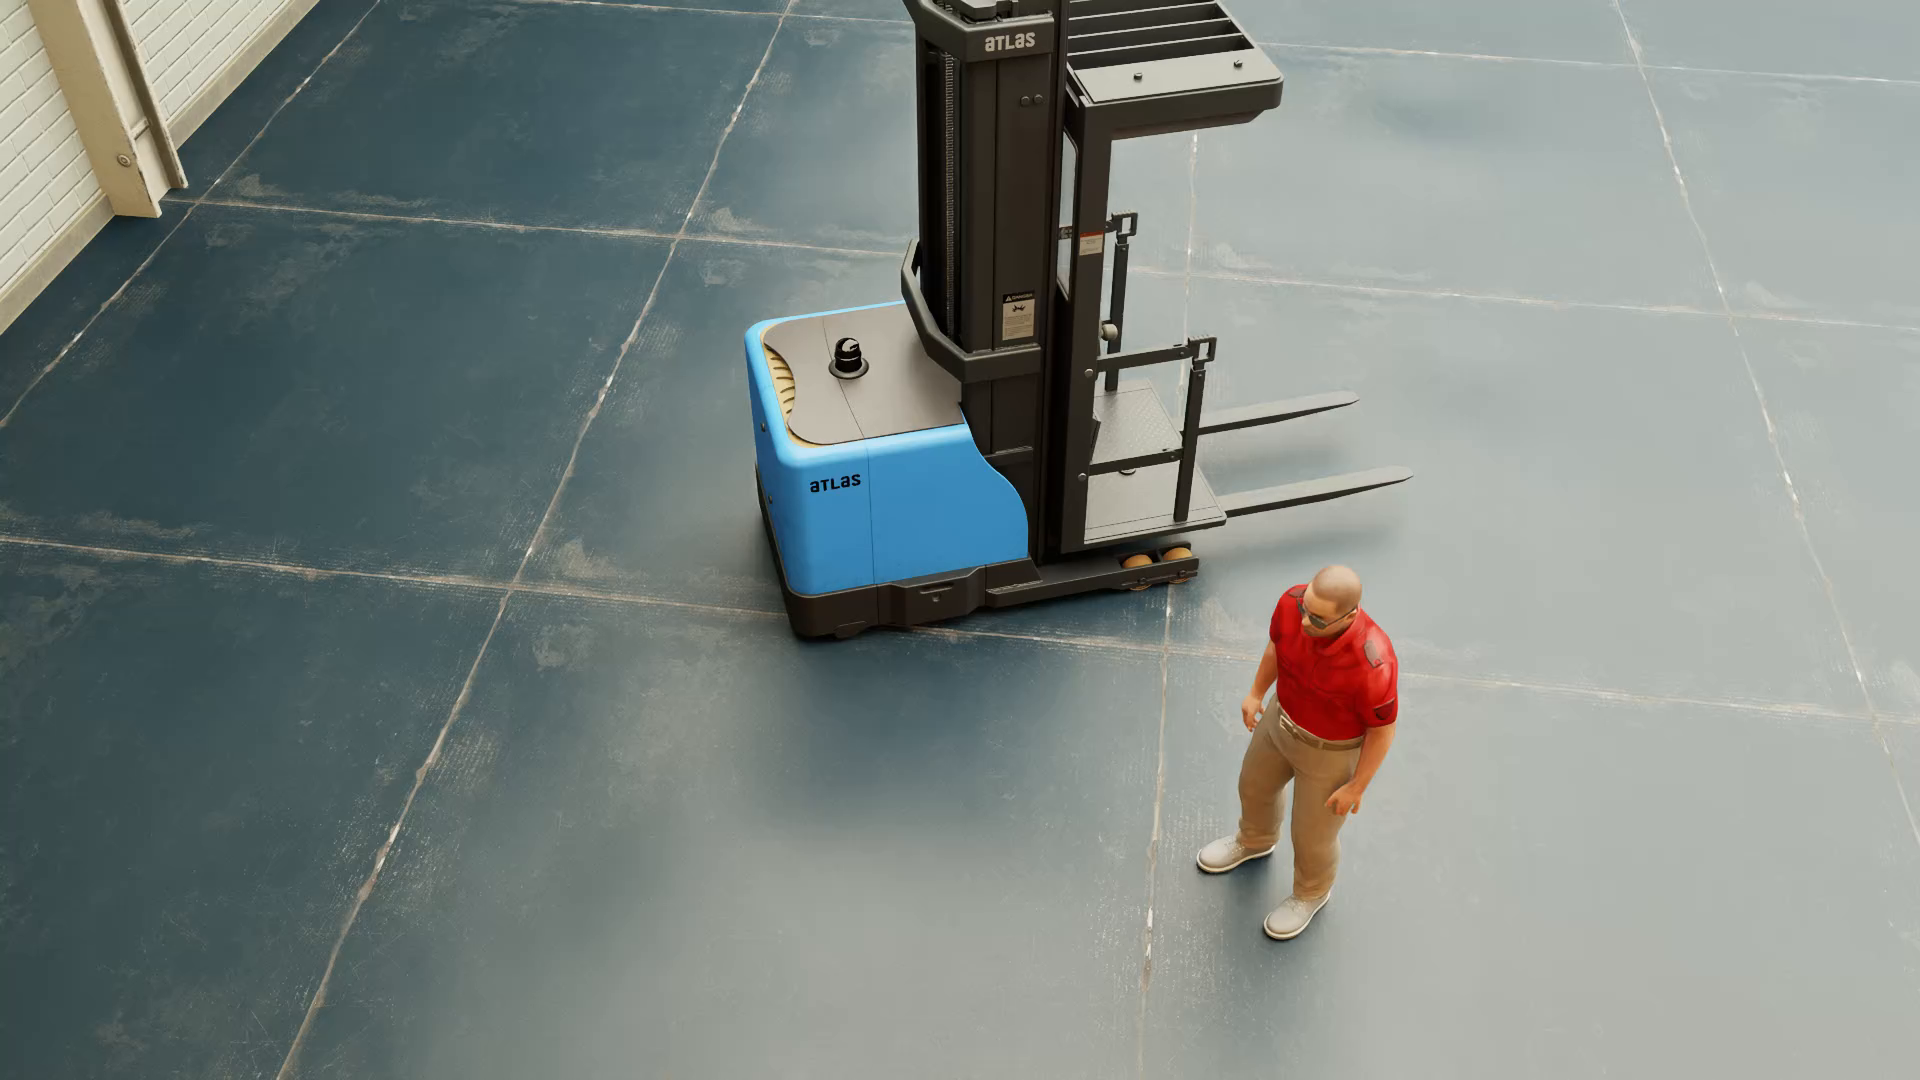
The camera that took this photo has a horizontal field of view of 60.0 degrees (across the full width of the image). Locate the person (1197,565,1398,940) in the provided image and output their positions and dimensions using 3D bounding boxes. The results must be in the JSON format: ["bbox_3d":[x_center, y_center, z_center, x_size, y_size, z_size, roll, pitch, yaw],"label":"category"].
[{"bbox_3d":[1.225,0.707,5.844,0.397,1.727,0.585,-24,48,-24],"label":"person"}]

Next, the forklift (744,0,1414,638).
[{"bbox_3d":[0.608,-1.185,7.015,3.031,2.935,1.130,-10,43,-11],"label":"forklift"}]
